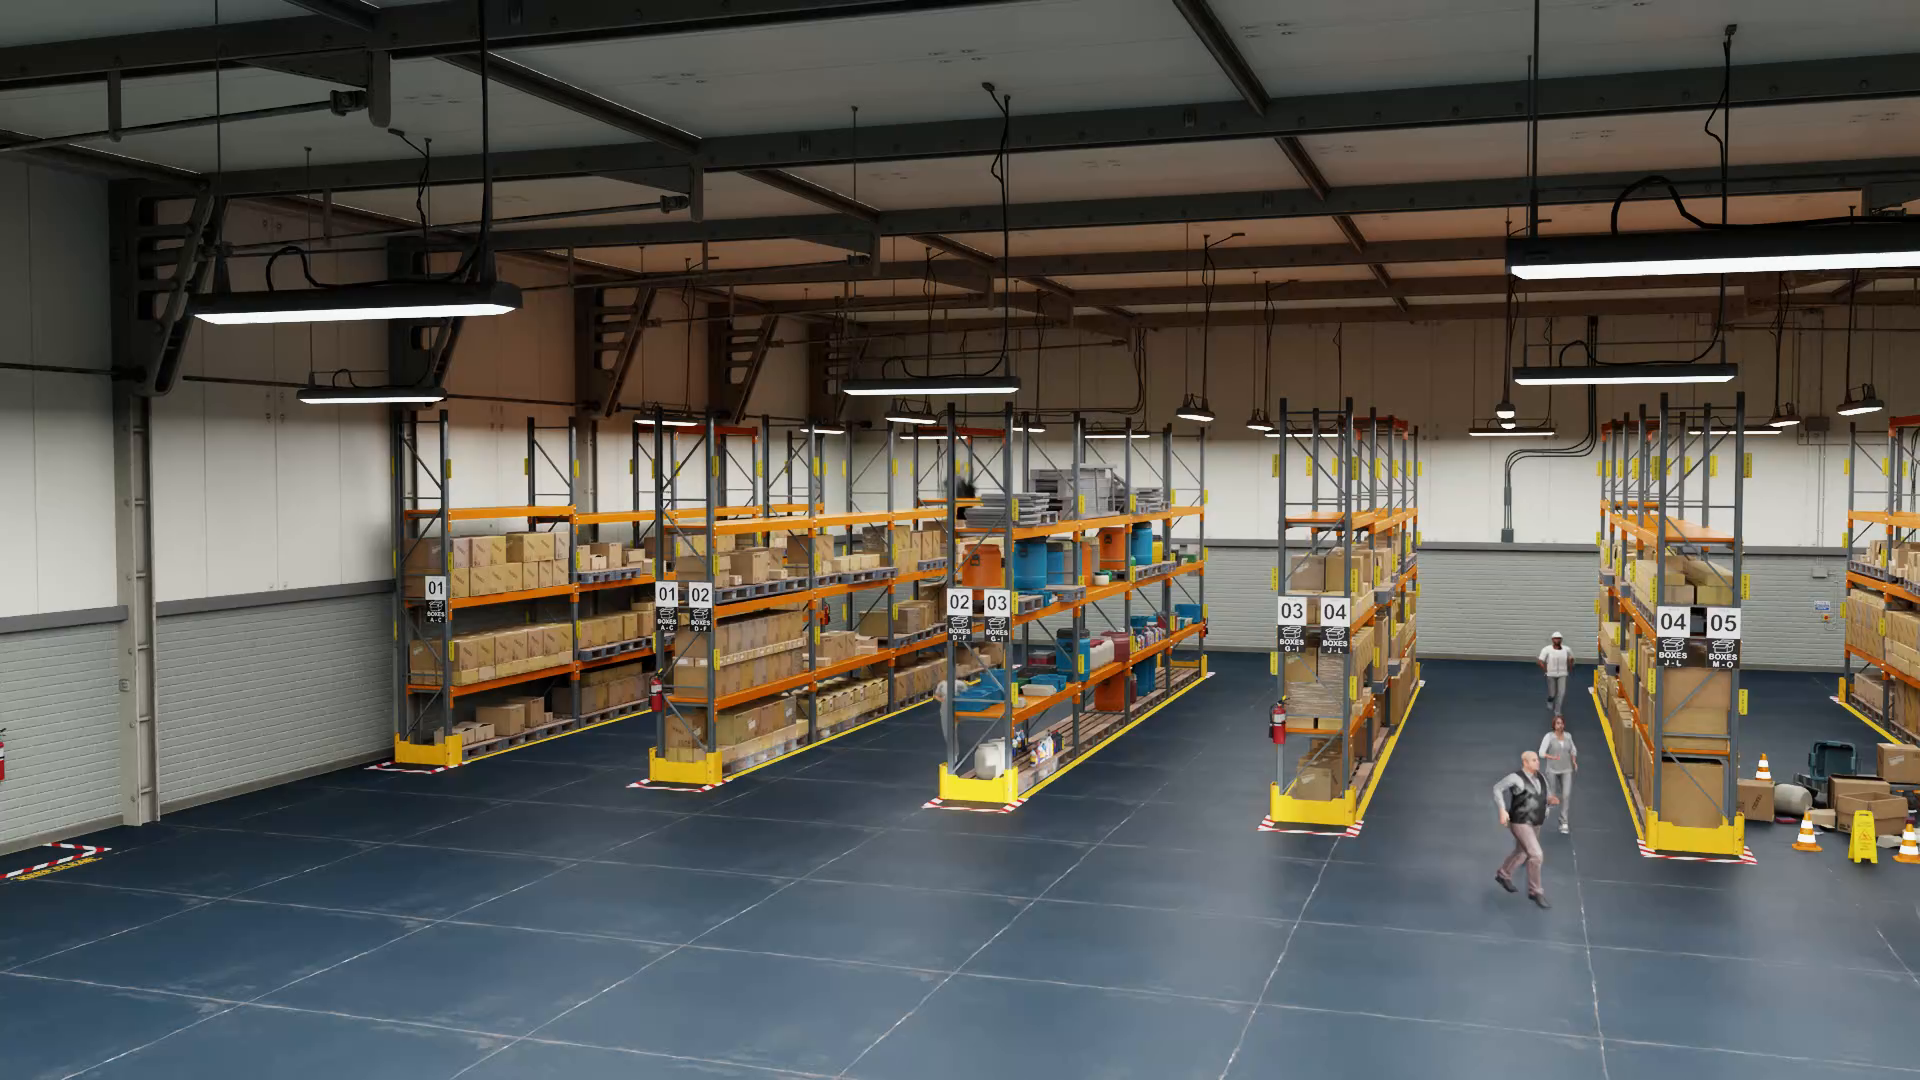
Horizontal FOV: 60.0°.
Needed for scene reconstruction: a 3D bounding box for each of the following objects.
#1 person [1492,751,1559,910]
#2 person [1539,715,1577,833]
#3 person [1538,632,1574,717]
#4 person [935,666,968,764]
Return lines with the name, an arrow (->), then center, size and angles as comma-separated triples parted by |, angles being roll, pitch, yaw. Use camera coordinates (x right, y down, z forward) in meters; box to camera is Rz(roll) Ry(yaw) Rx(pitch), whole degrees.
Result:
person -> 6.522, 3.306, 19.183 | 0.627, 1.772, 0.862 | -2, 3, -35
person -> 8.295, 3.216, 23.055 | 0.548, 1.571, 0.832 | 0, 2, 5
person -> 11.943, 2.710, 33.277 | 0.701, 1.749, 0.824 | 0, 2, 11
person -> -0.159, 2.957, 28.206 | 0.516, 1.685, 0.699 | 1, 3, 19
